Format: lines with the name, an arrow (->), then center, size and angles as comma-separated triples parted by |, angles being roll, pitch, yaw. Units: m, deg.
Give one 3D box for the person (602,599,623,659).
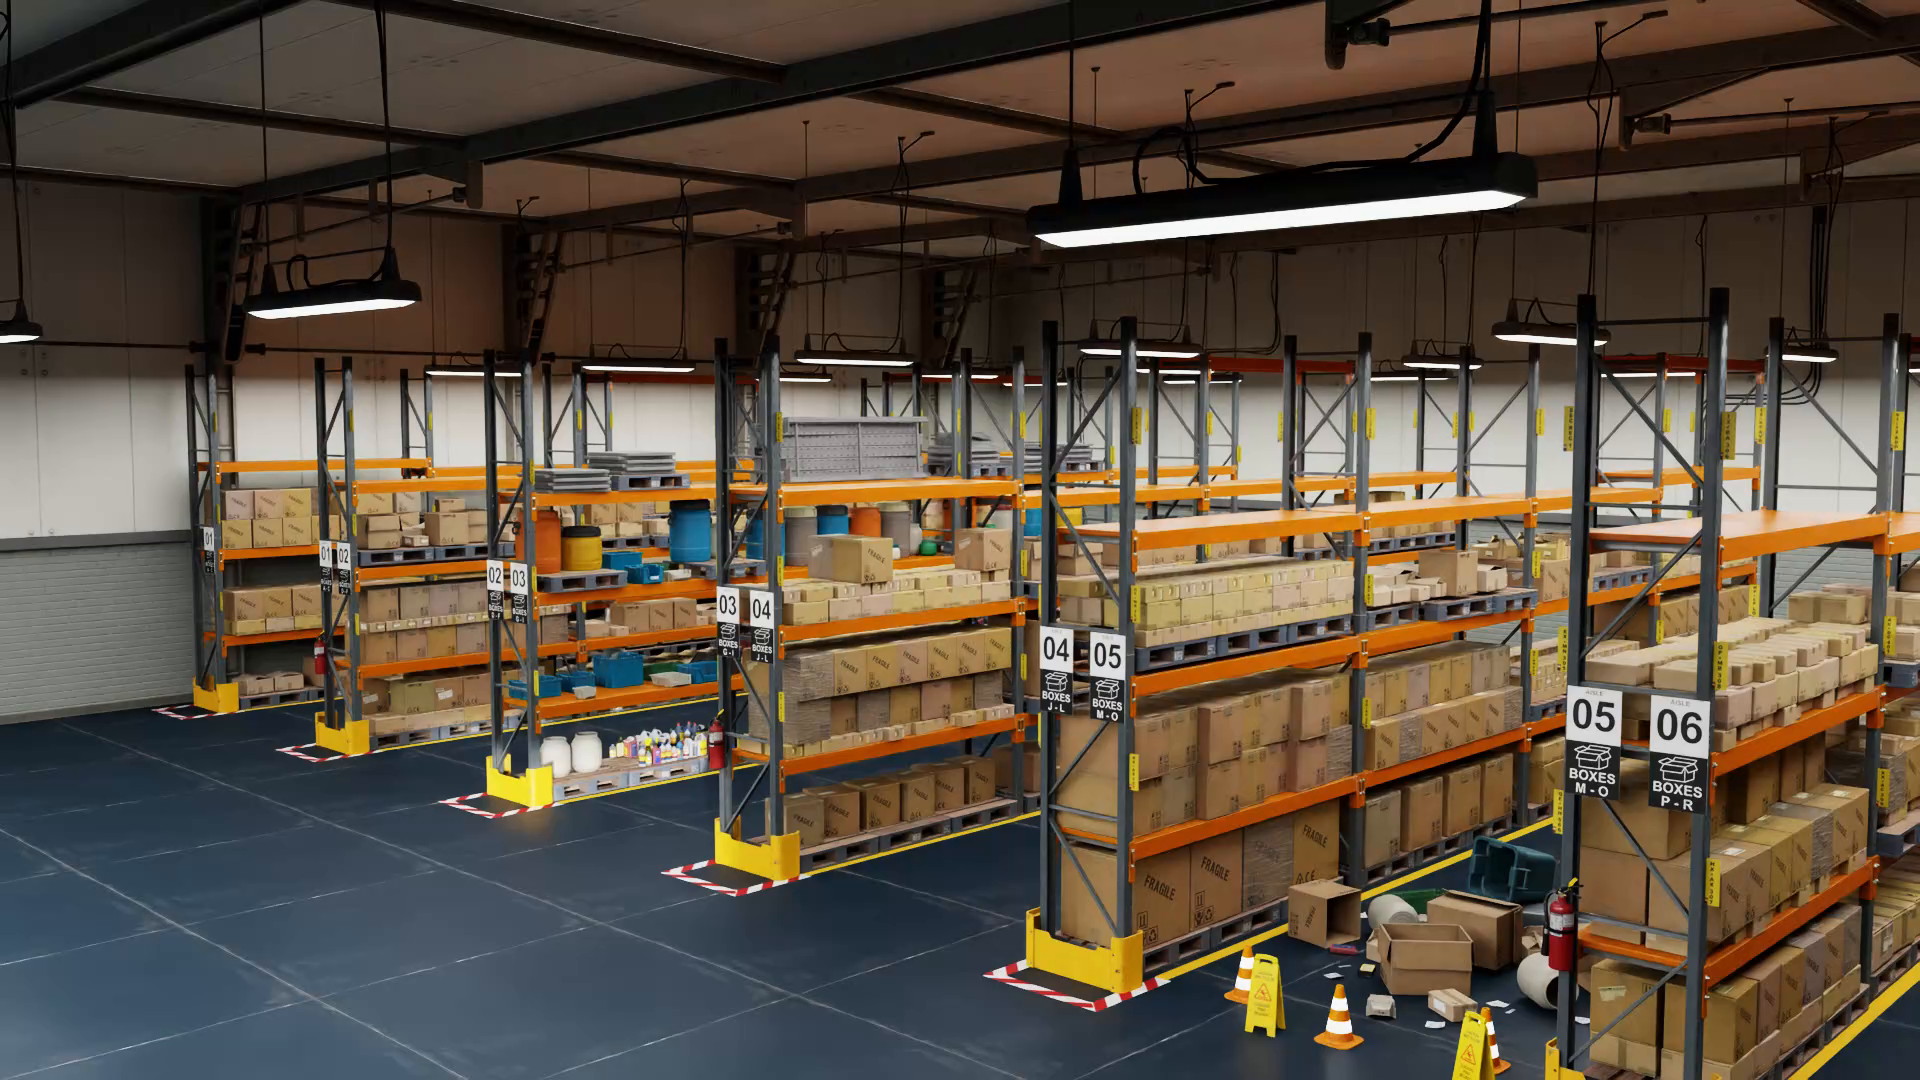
person -> -6.823, 1.888, 32.301 | 0.469, 1.581, 0.446 | -3, 5, -35
